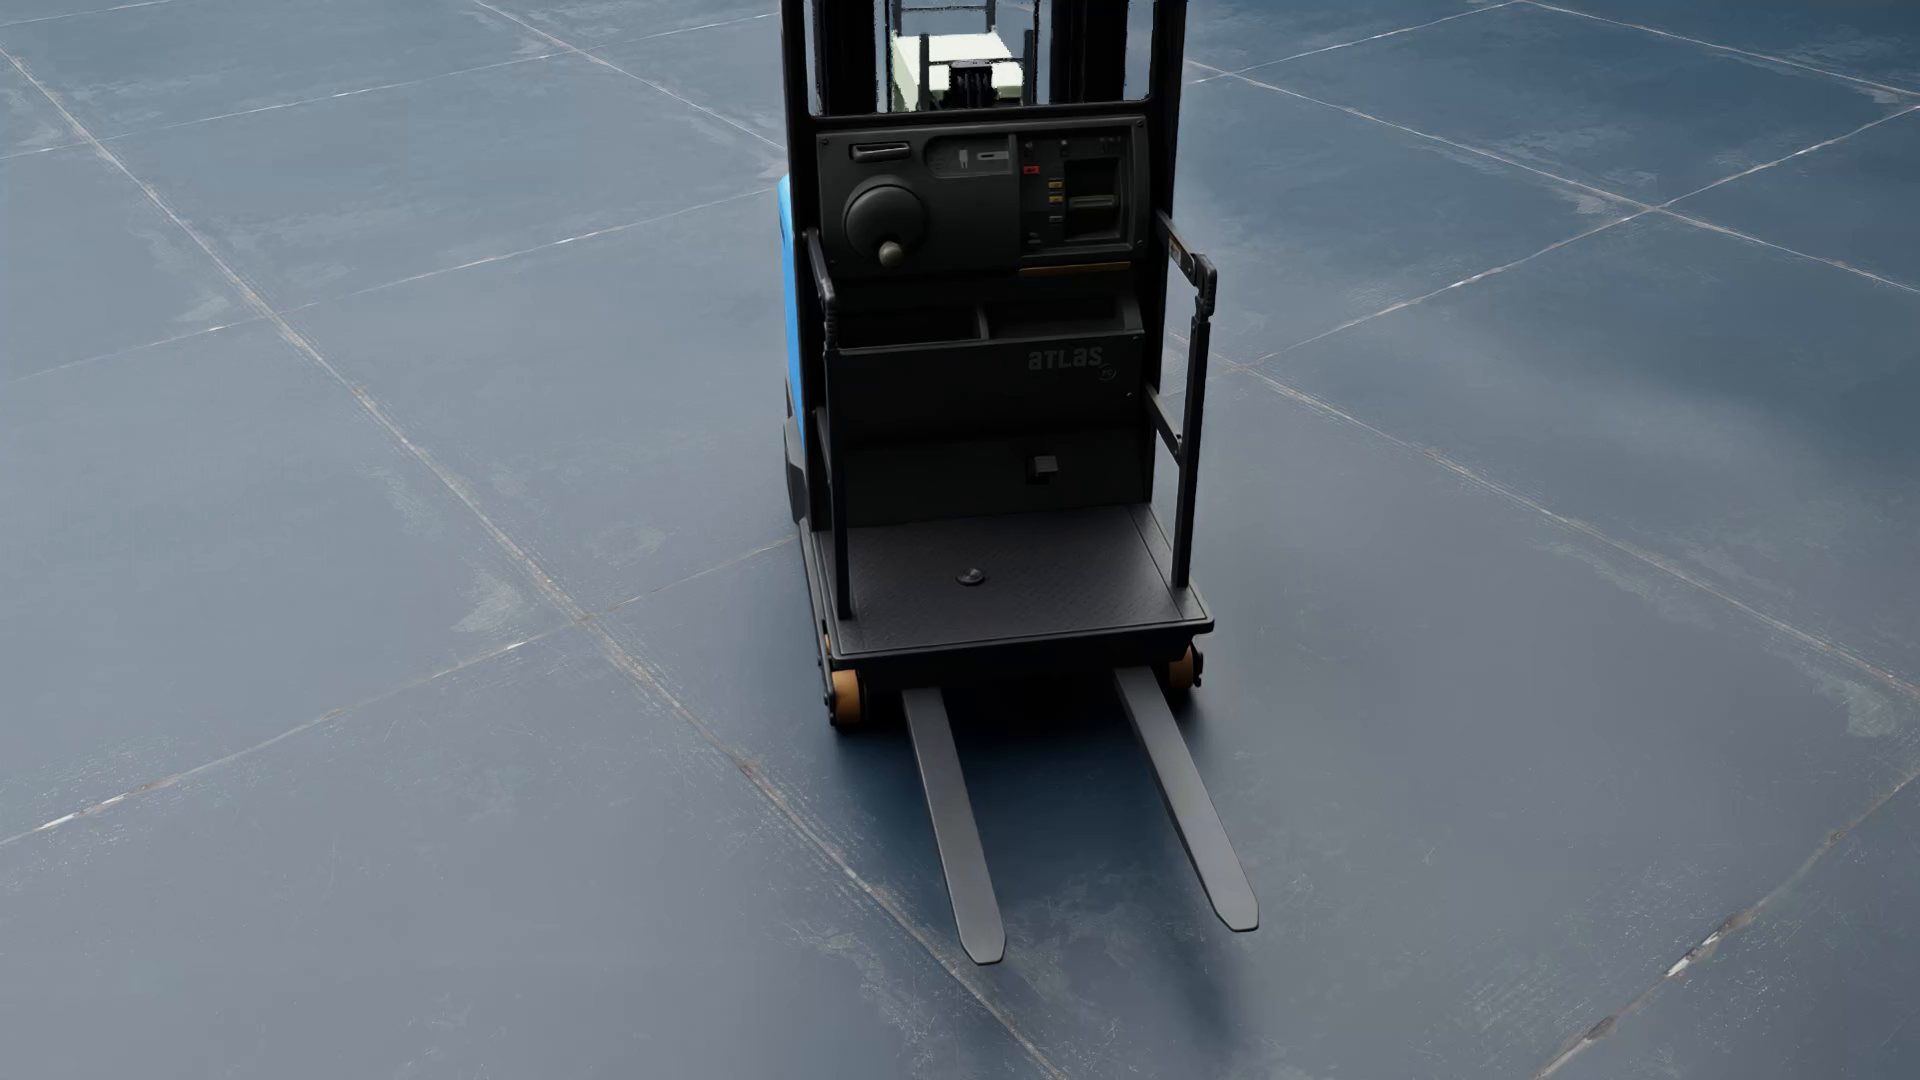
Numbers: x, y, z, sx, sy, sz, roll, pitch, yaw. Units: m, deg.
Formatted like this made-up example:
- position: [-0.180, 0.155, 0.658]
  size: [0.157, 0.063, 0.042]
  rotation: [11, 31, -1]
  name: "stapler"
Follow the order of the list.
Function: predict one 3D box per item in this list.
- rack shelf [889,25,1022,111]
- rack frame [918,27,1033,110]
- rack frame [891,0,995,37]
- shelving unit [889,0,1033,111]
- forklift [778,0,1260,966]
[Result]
- position: [-0.004, -1.641, 6.232]
  size: [0.431, 0.370, 0.720]
  rotation: [-5, 32, -8]
  name: "rack shelf"
- position: [0.056, -1.119, 6.131]
  size: [0.400, 1.500, 0.023]
  rotation: [-5, 32, -8]
  name: "rack frame"
- position: [-0.063, -1.500, 6.744]
  size: [0.400, 1.500, 0.023]
  rotation: [-5, 32, -8]
  name: "rack frame"
- position: [-0.004, -1.310, 6.437]
  size: [0.431, 1.500, 0.755]
  rotation: [-5, 32, -8]
  name: "shelving unit"
- position: [0.110, -0.909, 4.435]
  size: [1.130, 2.935, 3.031]
  rotation: [-5, 32, -8]
  name: "forklift"
